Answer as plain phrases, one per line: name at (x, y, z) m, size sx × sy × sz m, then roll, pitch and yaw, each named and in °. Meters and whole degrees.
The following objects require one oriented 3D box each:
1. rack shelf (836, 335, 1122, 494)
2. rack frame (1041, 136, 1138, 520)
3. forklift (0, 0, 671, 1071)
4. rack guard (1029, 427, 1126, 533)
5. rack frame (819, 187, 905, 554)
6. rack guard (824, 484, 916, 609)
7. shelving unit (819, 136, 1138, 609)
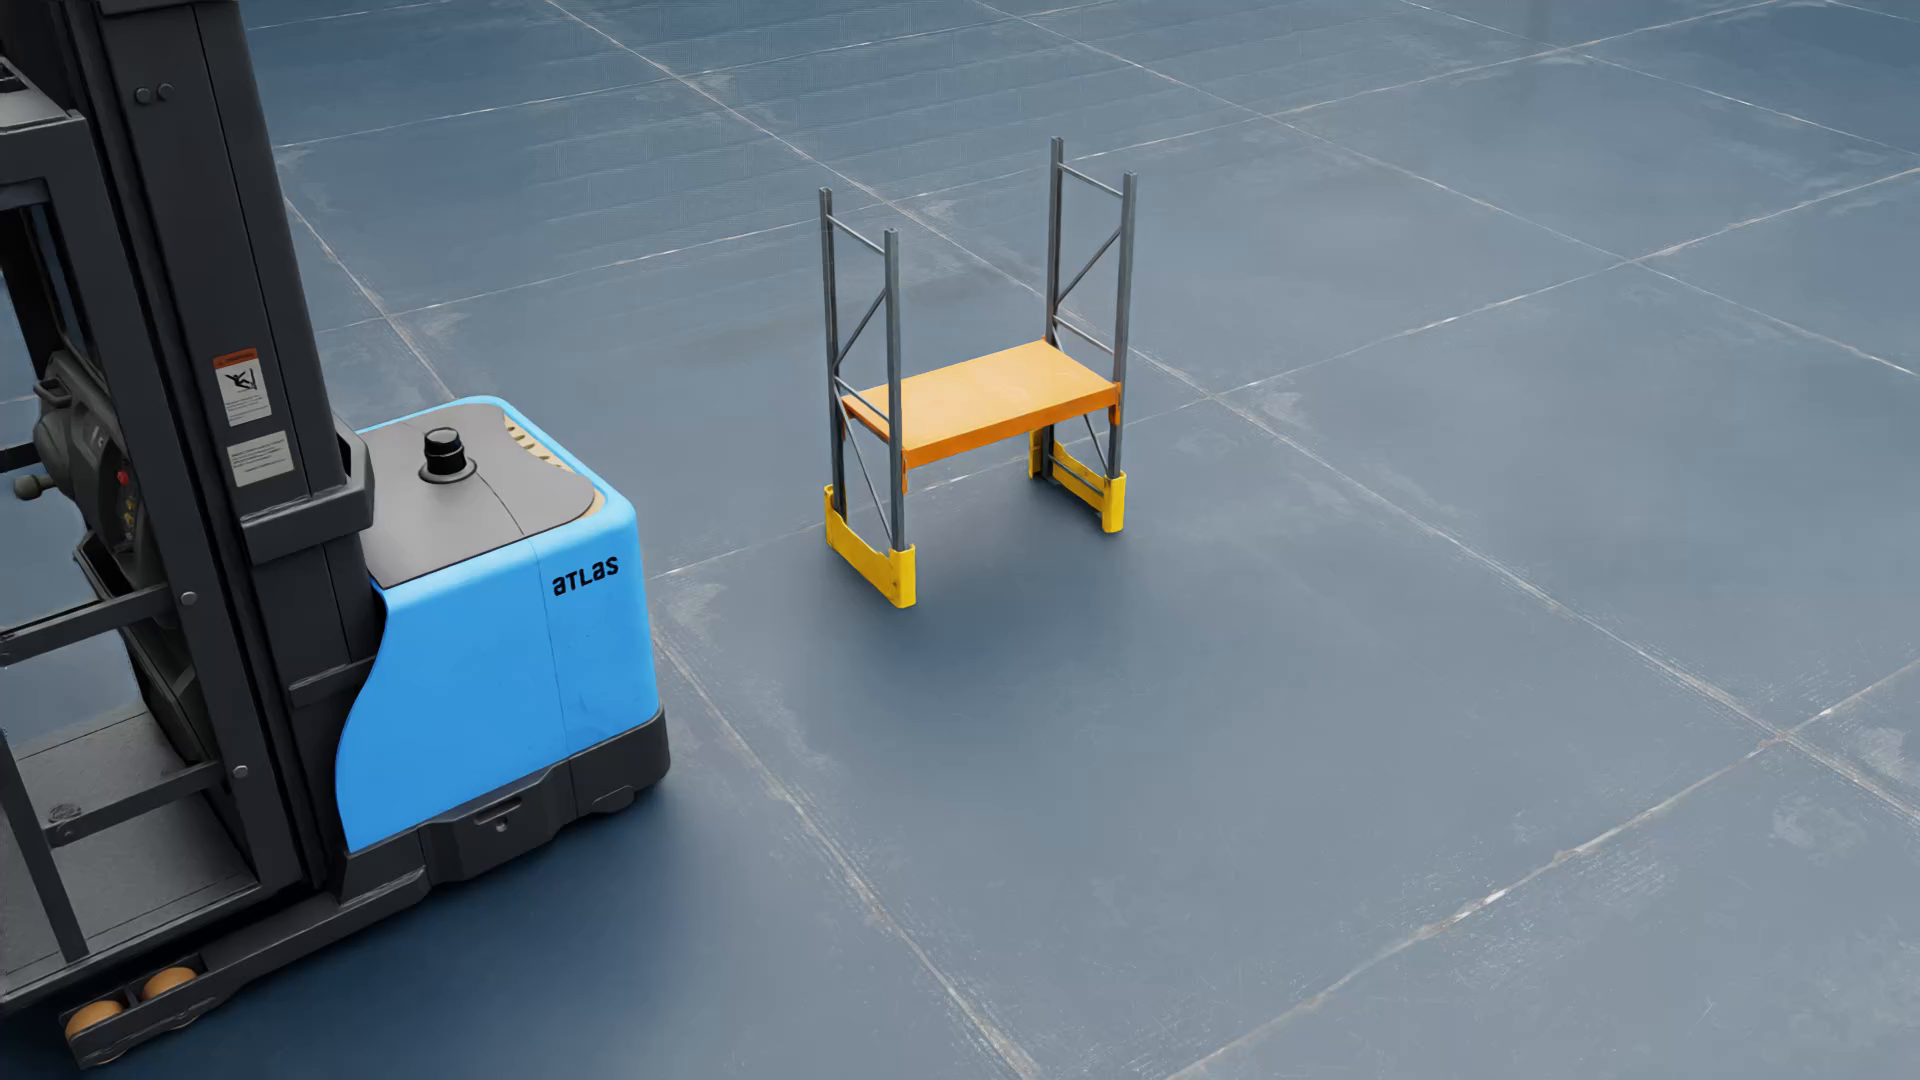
rack shelf at (0.072, -0.507, 6.485) m, size 1.000 × 0.185 × 0.538 m, roll -19°, pitch 37°, yaw -27°
rack frame at (0.499, -0.806, 6.622) m, size 0.032 × 1.500 × 0.500 m, roll -19°, pitch 37°, yaw -27°
forklift at (-2.414, -0.142, 4.228) m, size 3.031 × 2.935 × 1.130 m, roll -23°, pitch 39°, yaw -32°
rack guard at (0.483, -0.272, 6.946) m, size 0.087 × 0.250 × 0.587 m, roll -19°, pitch 37°, yaw -27°
rack frame at (-0.356, -0.512, 6.156) m, size 0.032 × 1.500 × 0.500 m, roll -19°, pitch 37°, yaw -27°
rack guard at (-0.355, 0.016, 6.490) m, size 0.087 × 0.250 × 0.587 m, roll -19°, pitch 37°, yaw -27°
shelving unit at (0.064, -0.656, 6.385) m, size 1.083 × 1.500 × 0.587 m, roll -19°, pitch 37°, yaw -27°
